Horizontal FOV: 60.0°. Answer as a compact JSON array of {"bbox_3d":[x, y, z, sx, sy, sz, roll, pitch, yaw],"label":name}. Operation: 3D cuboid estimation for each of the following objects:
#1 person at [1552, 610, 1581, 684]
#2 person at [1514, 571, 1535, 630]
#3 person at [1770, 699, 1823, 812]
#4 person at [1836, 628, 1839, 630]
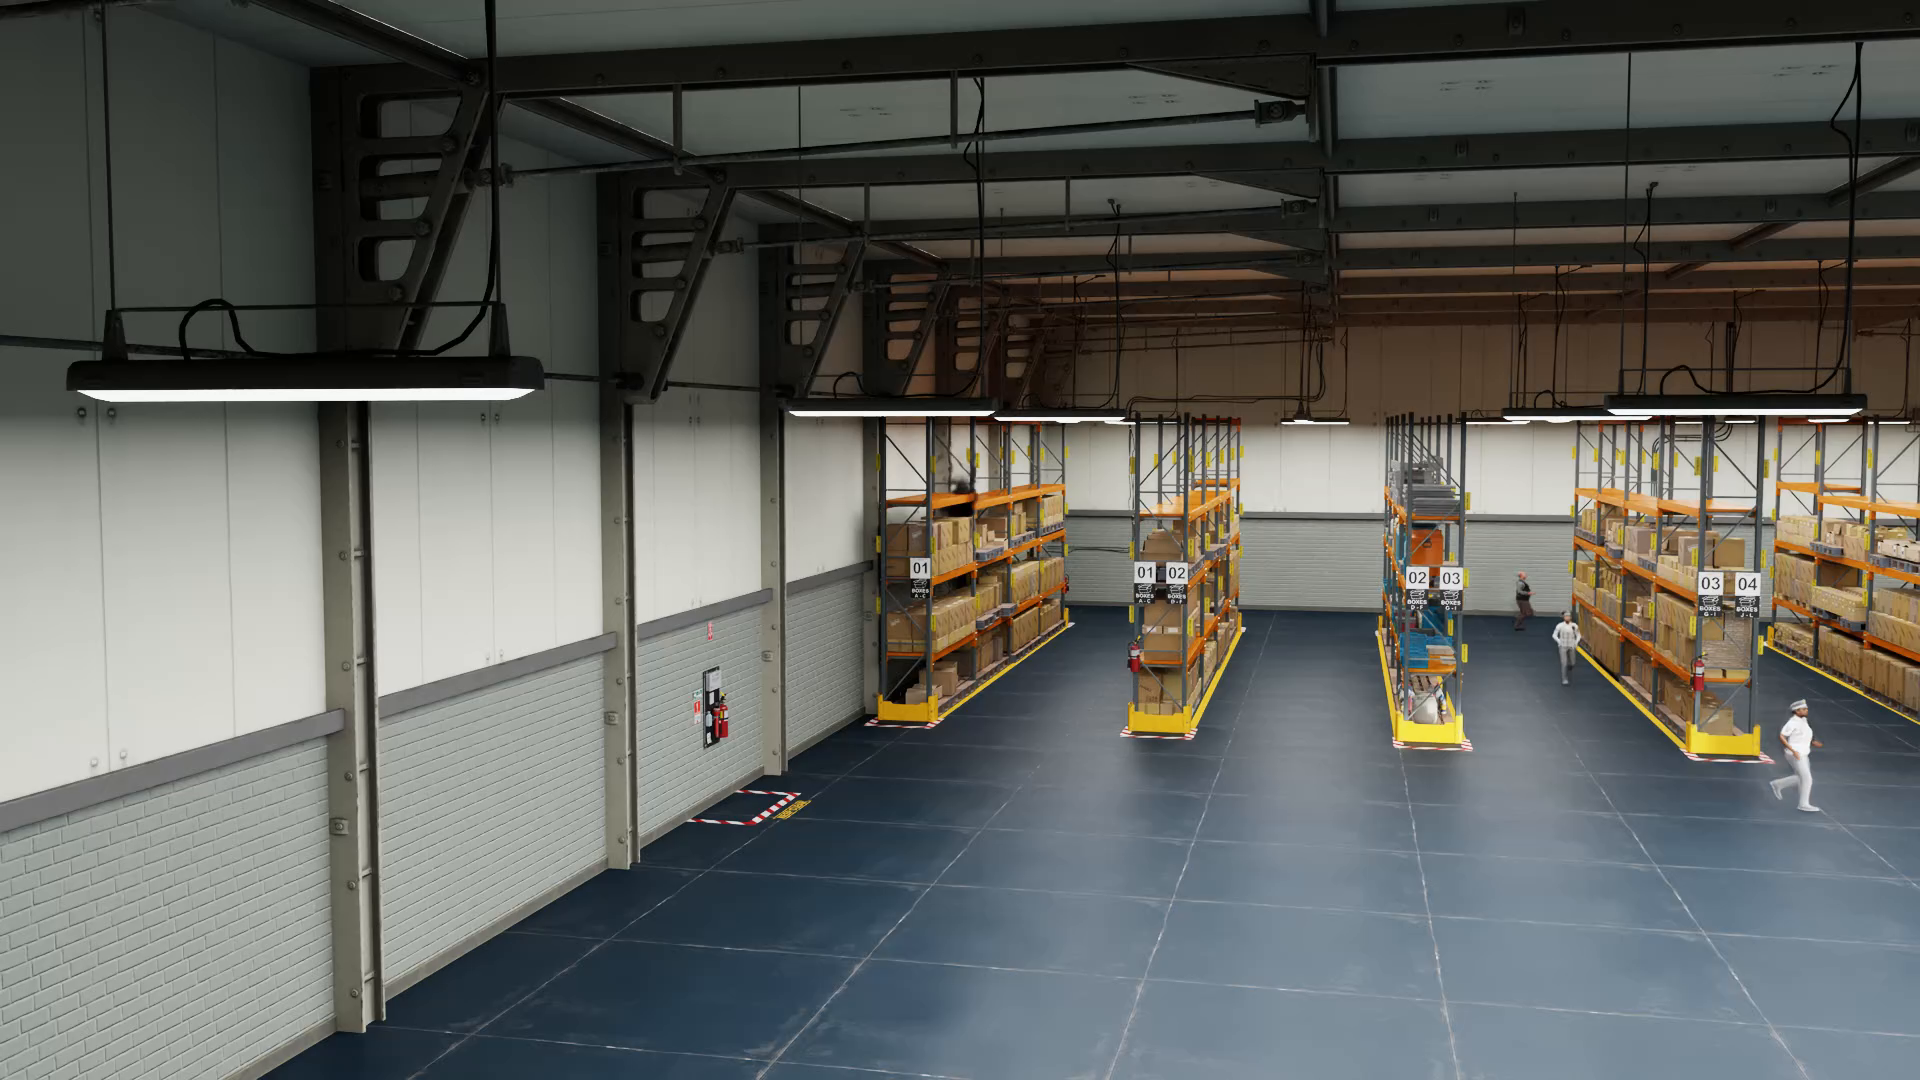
[{"bbox_3d":[13.559,2.385,37.142,0.612,1.648,0.537,1,4,12],"label":"person"},{"bbox_3d":[15.897,1.708,46.772,0.590,1.677,0.648,2,4,30],"label":"person"},{"bbox_3d":[12.507,3.201,24.899,0.576,1.665,0.715,-4,5,-43],"label":"person"},{"bbox_3d":[23.207,1.977,43.850,0.550,1.636,0.679,0,4,0],"label":"person"}]
